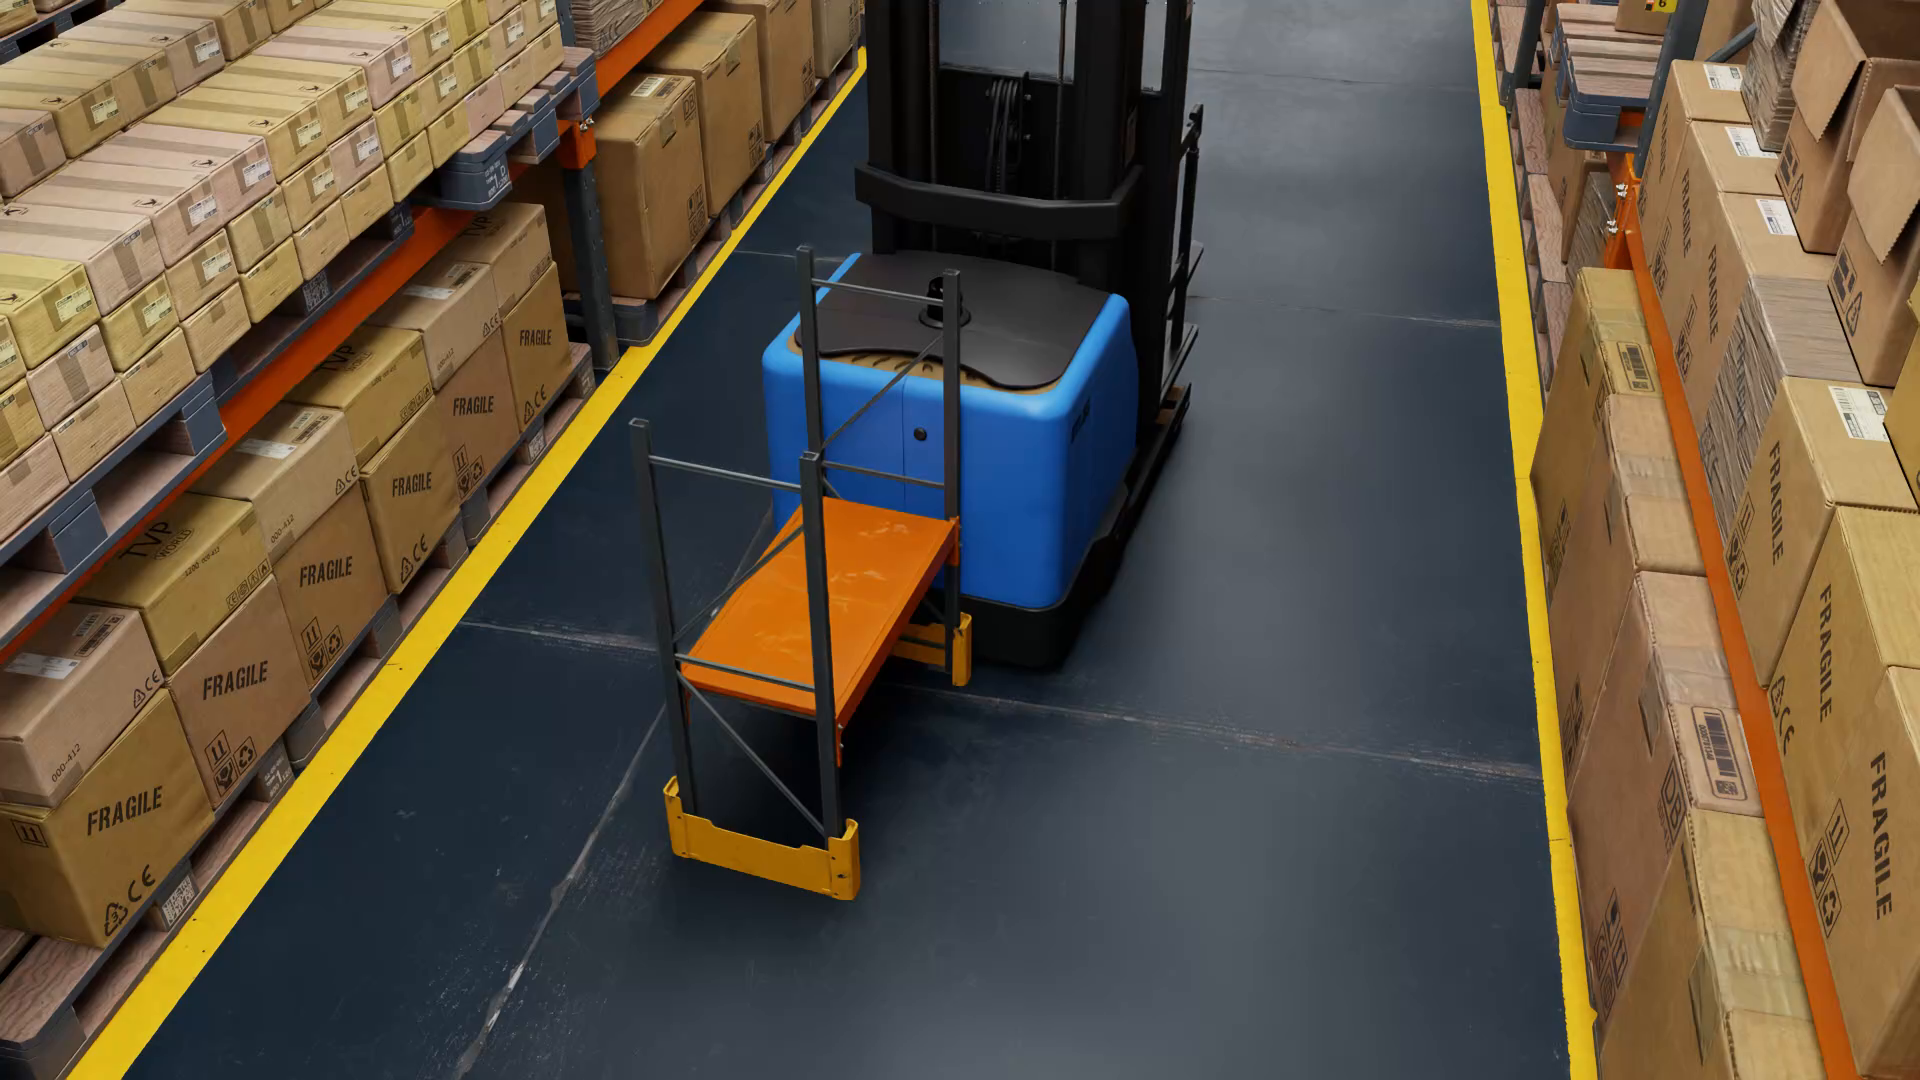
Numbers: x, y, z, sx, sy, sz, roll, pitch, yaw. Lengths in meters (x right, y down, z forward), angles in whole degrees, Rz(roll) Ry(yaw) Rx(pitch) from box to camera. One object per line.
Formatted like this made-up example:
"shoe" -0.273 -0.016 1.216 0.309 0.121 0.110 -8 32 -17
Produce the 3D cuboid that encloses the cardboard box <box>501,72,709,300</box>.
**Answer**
"cardboard box" -1.784 -1.636 7.510 1.050 0.750 0.750 7 36 9

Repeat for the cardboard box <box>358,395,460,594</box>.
"cardboard box" -2.099 -0.184 5.720 0.500 0.500 0.500 6 36 8

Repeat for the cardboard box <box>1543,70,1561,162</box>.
"cardboard box" 3.404 -2.198 8.482 0.700 0.500 0.500 7 37 10

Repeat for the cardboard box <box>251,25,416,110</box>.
"cardboard box" -1.881 -1.425 5.009 0.380 0.149 0.250 7 37 10

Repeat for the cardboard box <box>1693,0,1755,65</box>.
"cardboard box" 2.898 -1.884 5.851 0.500 0.500 0.500 3 36 4

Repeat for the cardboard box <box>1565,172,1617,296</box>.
"cardboard box" 3.051 -1.231 7.148 0.700 0.500 0.500 4 36 6

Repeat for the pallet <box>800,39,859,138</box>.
"pallet" -1.239 -2.751 9.866 1.003 0.211 1.213 7 37 10

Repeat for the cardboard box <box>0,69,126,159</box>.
"cardboard box" -2.626 -1.211 4.714 0.380 0.149 0.250 7 36 9

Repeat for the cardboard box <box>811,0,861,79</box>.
"cardboard box" -1.193 -3.224 9.701 1.050 0.750 0.750 7 37 10

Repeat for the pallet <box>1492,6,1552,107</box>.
"pallet" 3.785 -2.913 10.089 1.003 0.211 1.213 7 37 10

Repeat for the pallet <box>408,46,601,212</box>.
"pallet" -2.050 -1.539 5.981 1.213 0.211 1.003 7 37 10

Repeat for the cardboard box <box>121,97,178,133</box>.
"cardboard box" -2.575 -1.237 5.003 0.380 0.149 0.250 7 37 10

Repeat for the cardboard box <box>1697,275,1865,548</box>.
"cardboard box" 2.129 -0.278 3.993 0.500 0.500 0.500 7 37 10

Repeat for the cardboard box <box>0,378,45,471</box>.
"cardboard box" -2.270 -0.251 3.643 0.380 0.149 0.250 7 36 9

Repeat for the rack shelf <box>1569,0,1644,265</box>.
"rack shelf" 3.249 -2.214 7.362 1.077 0.370 4.000 7 37 10

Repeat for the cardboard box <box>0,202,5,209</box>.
"cardboard box" -2.743 -0.786 4.382 0.380 0.149 0.250 6 36 8

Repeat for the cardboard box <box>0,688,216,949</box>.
"cardboard box" -2.440 0.706 4.492 0.500 0.500 0.500 9 37 12

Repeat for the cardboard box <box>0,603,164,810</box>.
"cardboard box" -2.441 0.402 4.272 0.500 0.250 0.500 6 36 8

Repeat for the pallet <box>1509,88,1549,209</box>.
"pallet" 3.511 -2.077 8.935 1.003 0.211 1.213 7 37 10

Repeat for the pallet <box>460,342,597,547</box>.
"pallet" -2.171 -0.462 6.707 1.003 0.211 1.213 7 37 10

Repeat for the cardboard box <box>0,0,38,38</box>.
"cardboard box" -6.265 -3.287 10.110 0.950 0.372 0.625 10 37 13

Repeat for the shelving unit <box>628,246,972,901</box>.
"shelving unit" -0.411 0.085 4.855 0.587 1.500 1.083 12 38 15

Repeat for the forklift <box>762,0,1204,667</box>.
"forklift" 0.319 -1.627 5.997 1.130 2.935 3.031 12 38 15

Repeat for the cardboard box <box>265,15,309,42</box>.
"cardboard box" -2.411 -1.666 5.596 0.380 0.149 0.250 6 36 9

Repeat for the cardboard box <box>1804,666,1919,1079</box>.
"cardboard box" 1.800 0.591 2.793 0.500 0.500 0.500 7 37 10

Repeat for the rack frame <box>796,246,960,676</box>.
"rack frame" -0.240 -0.202 5.250 0.500 1.500 0.032 12 38 15

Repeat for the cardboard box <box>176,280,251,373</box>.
"cardboard box" -2.104 -0.574 4.342 0.380 0.149 0.250 6 36 8

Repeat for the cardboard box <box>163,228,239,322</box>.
"cardboard box" -2.105 -0.703 4.267 0.380 0.149 0.250 9 37 12

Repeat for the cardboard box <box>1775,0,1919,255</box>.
"cardboard box" 2.508 -1.015 4.155 0.797 0.503 0.637 8 37 11

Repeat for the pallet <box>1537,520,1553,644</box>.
"pallet" 2.580 0.213 5.777 1.003 0.211 1.213 7 37 10

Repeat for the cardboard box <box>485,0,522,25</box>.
"cardboard box" -1.715 -1.866 5.617 0.380 0.149 0.250 7 36 9

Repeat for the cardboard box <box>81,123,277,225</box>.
"cardboard box" -2.048 -0.964 4.374 0.380 0.149 0.250 9 37 12

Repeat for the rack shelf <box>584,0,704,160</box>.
"rack shelf" -1.575 -2.894 8.300 1.077 0.370 4.000 7 37 10

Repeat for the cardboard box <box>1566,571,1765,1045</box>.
"cardboard box" 2.274 0.743 4.122 1.225 0.875 0.875 6 36 8

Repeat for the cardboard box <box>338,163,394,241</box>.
"cardboard box" -1.938 -1.032 4.974 0.380 0.149 0.250 8 37 11

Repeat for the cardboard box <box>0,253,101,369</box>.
"cardboard box" -2.212 -0.530 3.775 0.380 0.149 0.250 8 37 10

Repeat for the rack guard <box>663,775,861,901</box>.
"rack guard" -0.575 0.867 4.841 0.587 0.250 0.087 12 38 15

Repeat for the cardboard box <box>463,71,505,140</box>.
"cardboard box" -1.768 -1.477 5.588 0.380 0.149 0.250 8 37 11

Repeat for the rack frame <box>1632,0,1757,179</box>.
"rack frame" 2.822 -1.359 5.569 1.000 3.000 0.127 7 37 10

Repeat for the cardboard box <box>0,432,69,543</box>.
"cardboard box" -2.270 -0.142 3.746 0.380 0.149 0.250 8 37 11

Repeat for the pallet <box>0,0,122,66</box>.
"pallet" -6.170 -3.319 10.649 1.003 0.211 1.213 7 37 10

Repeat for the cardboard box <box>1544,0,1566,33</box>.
"cardboard box" 3.915 -3.364 10.107 0.500 0.500 0.500 19 40 24

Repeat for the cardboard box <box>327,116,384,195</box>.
"cardboard box" -1.936 -1.147 4.880 0.380 0.149 0.250 8 37 11

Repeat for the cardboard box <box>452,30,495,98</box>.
"cardboard box" -1.772 -1.583 5.480 0.380 0.149 0.250 8 37 11

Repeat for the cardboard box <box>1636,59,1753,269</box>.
"cardboard box" 2.452 -1.155 5.202 0.500 0.500 0.500 8 37 11

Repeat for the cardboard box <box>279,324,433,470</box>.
"cardboard box" -2.113 -0.495 5.510 0.500 0.250 0.500 8 37 11

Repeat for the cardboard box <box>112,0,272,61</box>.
"cardboard box" -2.459 -1.661 5.335 0.380 0.149 0.250 6 36 8
